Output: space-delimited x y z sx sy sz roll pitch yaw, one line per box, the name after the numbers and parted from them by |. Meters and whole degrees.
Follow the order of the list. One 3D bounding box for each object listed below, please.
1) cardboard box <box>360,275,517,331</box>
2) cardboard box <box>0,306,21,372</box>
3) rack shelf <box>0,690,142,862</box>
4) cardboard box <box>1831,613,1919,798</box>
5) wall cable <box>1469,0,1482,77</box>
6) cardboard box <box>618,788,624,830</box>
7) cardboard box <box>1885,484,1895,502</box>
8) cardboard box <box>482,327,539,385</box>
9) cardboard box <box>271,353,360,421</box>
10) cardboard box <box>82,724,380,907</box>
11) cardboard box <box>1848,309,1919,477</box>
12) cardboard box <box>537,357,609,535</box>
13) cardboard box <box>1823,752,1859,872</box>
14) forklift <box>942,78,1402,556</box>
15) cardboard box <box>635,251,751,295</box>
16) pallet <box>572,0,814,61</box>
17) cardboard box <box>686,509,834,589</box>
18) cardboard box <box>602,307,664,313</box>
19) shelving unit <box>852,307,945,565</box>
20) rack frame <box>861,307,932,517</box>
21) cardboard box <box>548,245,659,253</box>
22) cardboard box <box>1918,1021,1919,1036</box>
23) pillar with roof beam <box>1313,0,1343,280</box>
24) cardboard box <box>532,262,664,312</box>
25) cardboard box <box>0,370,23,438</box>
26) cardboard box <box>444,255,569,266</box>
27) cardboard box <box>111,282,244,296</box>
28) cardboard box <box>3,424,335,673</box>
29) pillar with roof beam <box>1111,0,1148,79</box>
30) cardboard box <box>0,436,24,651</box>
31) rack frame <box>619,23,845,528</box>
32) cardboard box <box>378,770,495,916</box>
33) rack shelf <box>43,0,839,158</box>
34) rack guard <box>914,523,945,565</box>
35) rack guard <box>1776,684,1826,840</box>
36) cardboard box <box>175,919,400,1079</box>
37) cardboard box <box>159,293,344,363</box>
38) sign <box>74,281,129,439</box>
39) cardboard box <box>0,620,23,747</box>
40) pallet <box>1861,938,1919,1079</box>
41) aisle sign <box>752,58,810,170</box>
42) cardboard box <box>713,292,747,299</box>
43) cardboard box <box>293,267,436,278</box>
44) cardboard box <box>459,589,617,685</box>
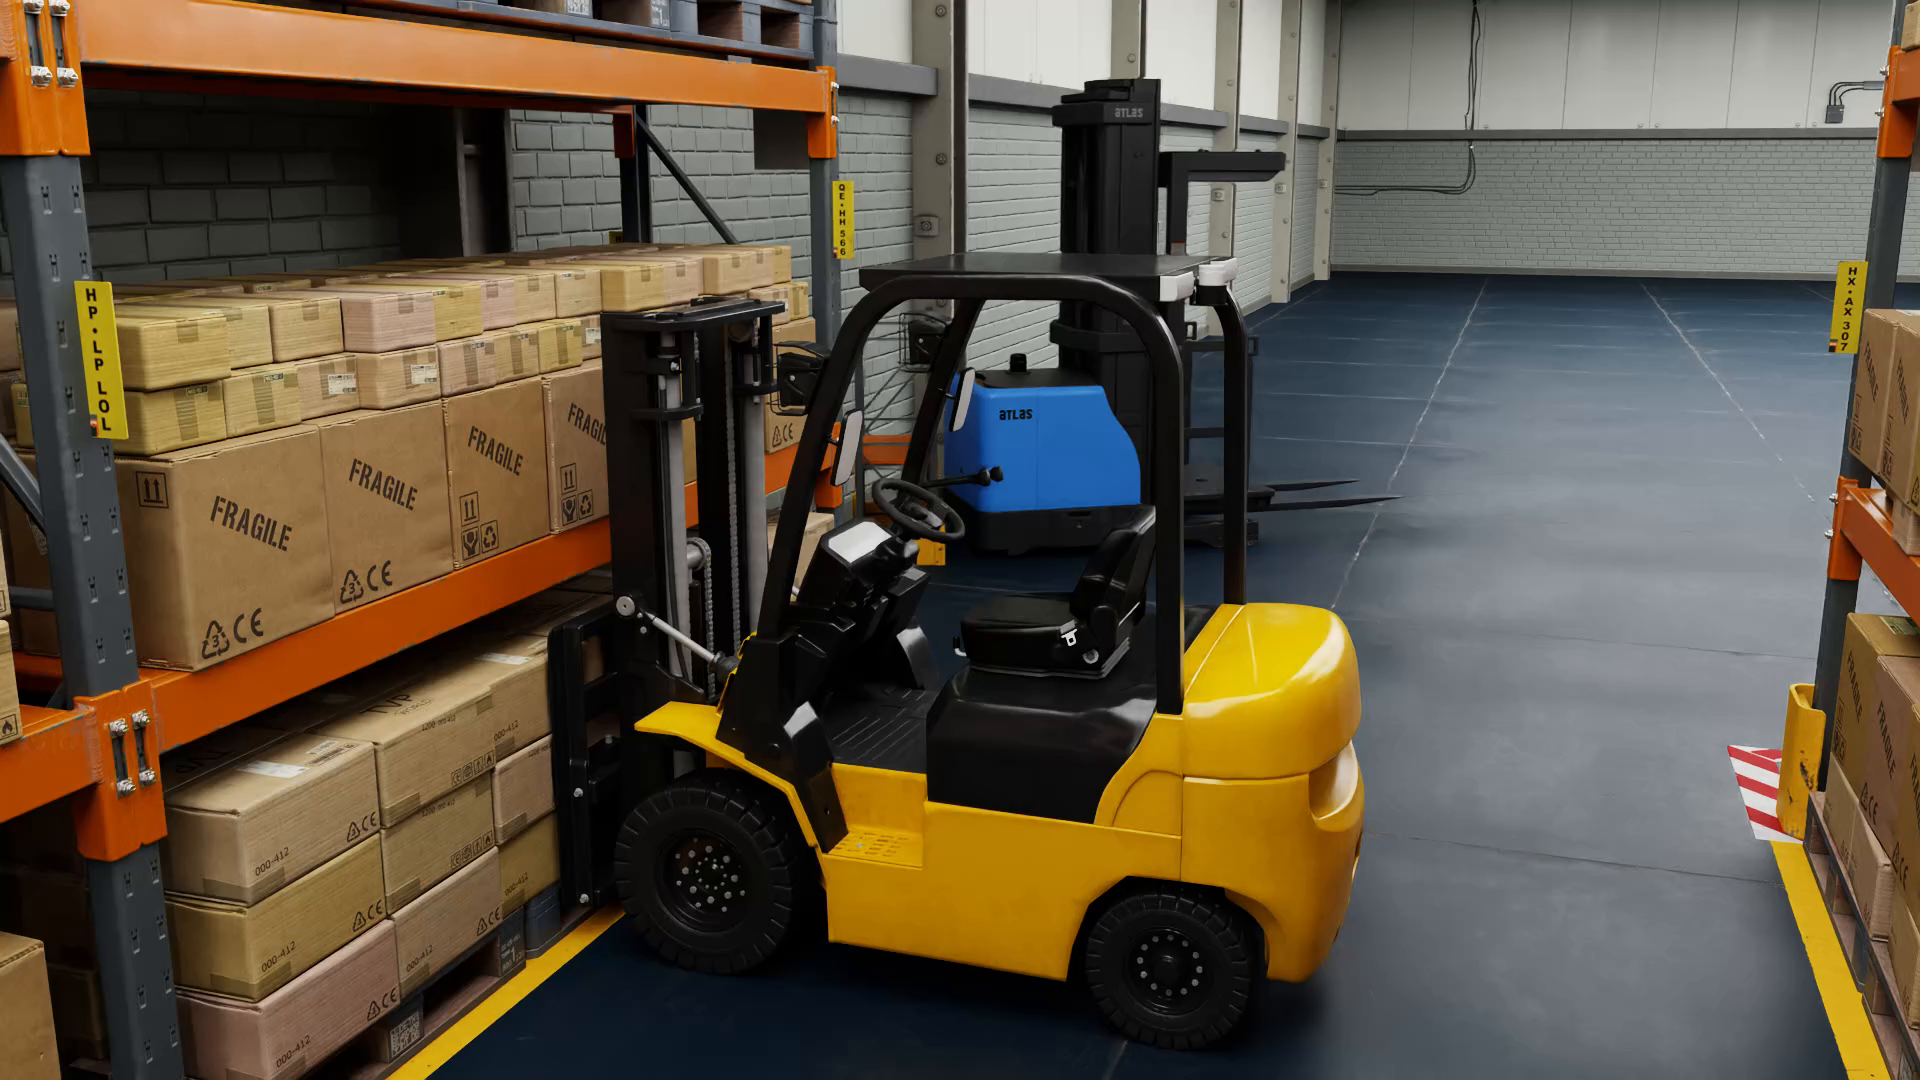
-1.577 -0.716 5.035 0.380 0.149 0.250 4 14 18 | cardboard box
-2.485 -0.483 4.011 0.380 0.149 0.250 4 14 19 | cardboard box
-2.950 0.888 1.972 1.077 0.370 4.000 4 14 18 | rack shelf
3.159 0.556 5.362 0.500 0.500 0.500 4 13 17 | cardboard box
12.384 -11.164 35.307 3.097 2.526 0.112 4 14 18 | wall cable
-1.349 0.851 5.753 0.500 0.250 0.500 5 14 20 | cardboard box
3.383 -0.190 5.645 0.380 0.149 0.250 4 14 19 | cardboard box
-1.509 -0.564 5.037 0.380 0.149 0.250 4 13 17 | cardboard box
-1.811 -0.408 4.353 0.380 0.149 0.250 4 14 18 | cardboard box
-1.849 0.685 4.232 0.500 0.250 0.500 4 13 18 | cardboard box
3.274 -0.483 5.471 0.500 0.500 0.500 4 13 18 | cardboard box
-1.414 -0.329 5.463 0.500 0.500 0.500 4 14 19 | cardboard box
3.167 0.916 5.467 0.500 0.250 0.500 4 14 18 | cardboard box
1.451 -1.489 10.926 3.031 2.935 1.130 -3 13 -15 | forklift
-1.035 -1.034 6.427 0.380 0.149 0.250 5 14 20 | cardboard box
-1.262 -1.998 6.459 1.003 0.211 1.213 4 14 18 | pallet
-0.863 0.042 7.052 0.500 0.250 0.500 5 14 20 | cardboard box
-1.248 -0.726 5.744 0.380 0.149 0.250 4 14 19 | cardboard box
-0.412 -0.692 10.651 0.587 1.500 1.083 -1 13 -3 | shelving unit
-0.437 -0.807 11.155 0.500 1.500 0.032 -1 13 -3 | rack frame
-1.465 -1.129 6.843 0.380 0.149 0.250 5 14 20 | cardboard box
2.664 1.245 4.026 0.500 0.250 0.500 5 14 19 | cardboard box
11.693 -9.575 32.718 9.100 9.000 0.400 4 14 18 | pillar with roof beam
-1.243 -0.869 5.705 0.380 0.149 0.250 5 14 20 | cardboard box
-2.442 -0.335 4.032 0.380 0.149 0.250 4 14 18 | cardboard box
-1.664 -0.963 6.115 0.380 0.149 0.250 5 14 20 | cardboard box
-2.270 -0.646 4.728 0.380 0.149 0.250 4 13 17 | cardboard box
-1.912 -0.007 4.053 0.500 0.500 0.500 4 13 17 | cardboard box
5.869 -5.786 16.113 9.100 9.000 0.400 4 14 18 | pillar with roof beam
-2.413 -0.046 4.226 0.500 0.500 0.500 4 14 18 | cardboard box
-1.009 -0.726 7.427 1.000 3.000 0.127 4 14 18 | rack frame
-1.693 0.823 4.755 0.500 0.250 0.500 4 14 18 | cardboard box
-1.656 -1.416 5.328 1.077 0.370 4.000 4 14 18 | rack shelf
-0.388 0.028 10.305 0.587 0.250 0.087 -1 13 -3 | rack guard
3.665 0.865 6.073 1.175 0.500 0.348 4 14 18 | rack guard
-1.833 1.174 4.338 0.500 0.250 0.500 5 14 19 | cardboard box
-1.846 -0.555 4.329 0.380 0.149 0.250 4 13 17 | cardboard box
-1.786 -0.372 3.455 0.100 0.325 0.005 4 14 18 | sign
-2.218 0.314 3.206 0.500 0.250 0.500 5 14 20 | cardboard box
2.972 1.431 4.245 1.003 0.211 1.213 4 14 18 | pallet
-0.710 -1.986 7.106 0.394 0.787 0.004 4 14 18 | aisle sign
-1.052 -0.891 6.470 0.380 0.149 0.250 5 14 19 | cardboard box
-1.929 -0.801 5.405 0.380 0.149 0.250 5 14 20 | cardboard box
-1.347 0.363 5.645 0.500 0.250 0.500 4 13 17 | cardboard box
